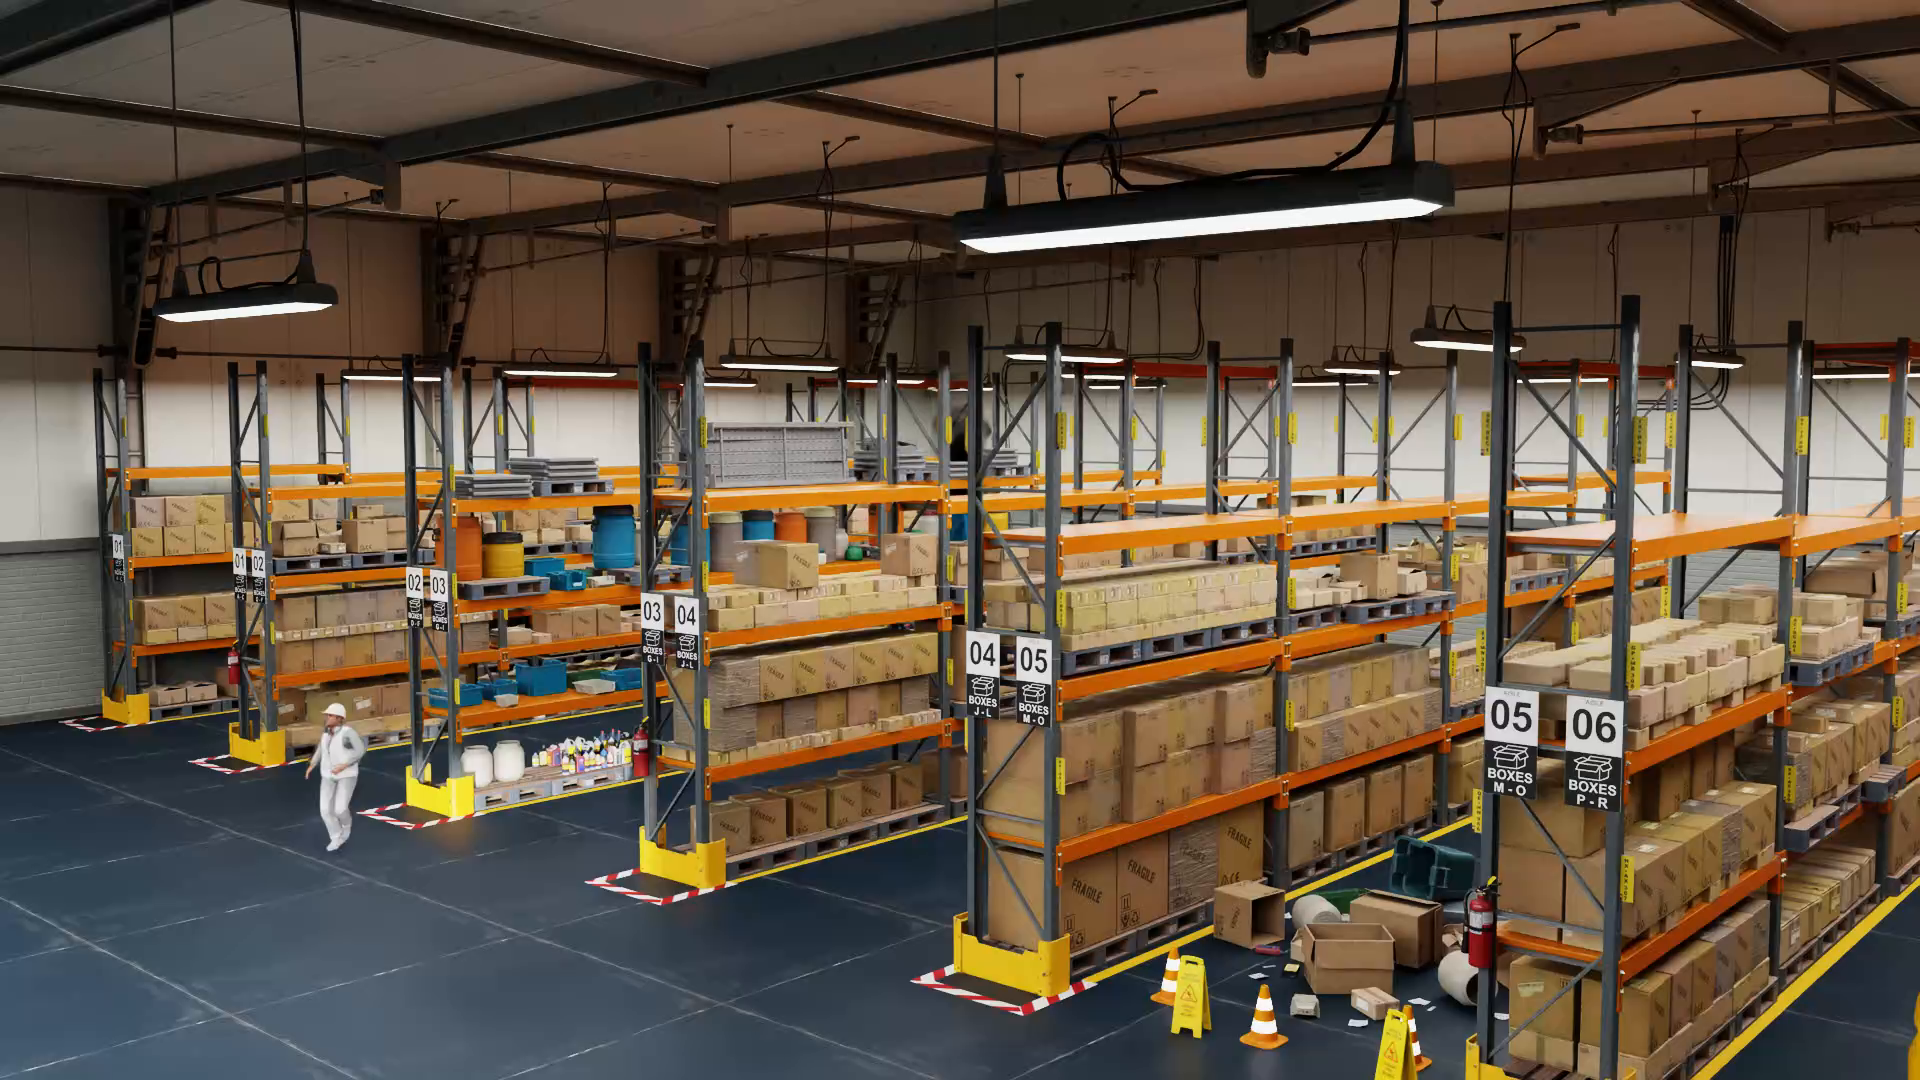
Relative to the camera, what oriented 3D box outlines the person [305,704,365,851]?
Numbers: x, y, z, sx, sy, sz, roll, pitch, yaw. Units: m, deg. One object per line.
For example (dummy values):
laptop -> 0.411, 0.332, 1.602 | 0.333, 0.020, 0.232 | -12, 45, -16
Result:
person -> -7.546, 2.845, 20.070 | 0.791, 1.744, 0.528 | 1, 4, 8
